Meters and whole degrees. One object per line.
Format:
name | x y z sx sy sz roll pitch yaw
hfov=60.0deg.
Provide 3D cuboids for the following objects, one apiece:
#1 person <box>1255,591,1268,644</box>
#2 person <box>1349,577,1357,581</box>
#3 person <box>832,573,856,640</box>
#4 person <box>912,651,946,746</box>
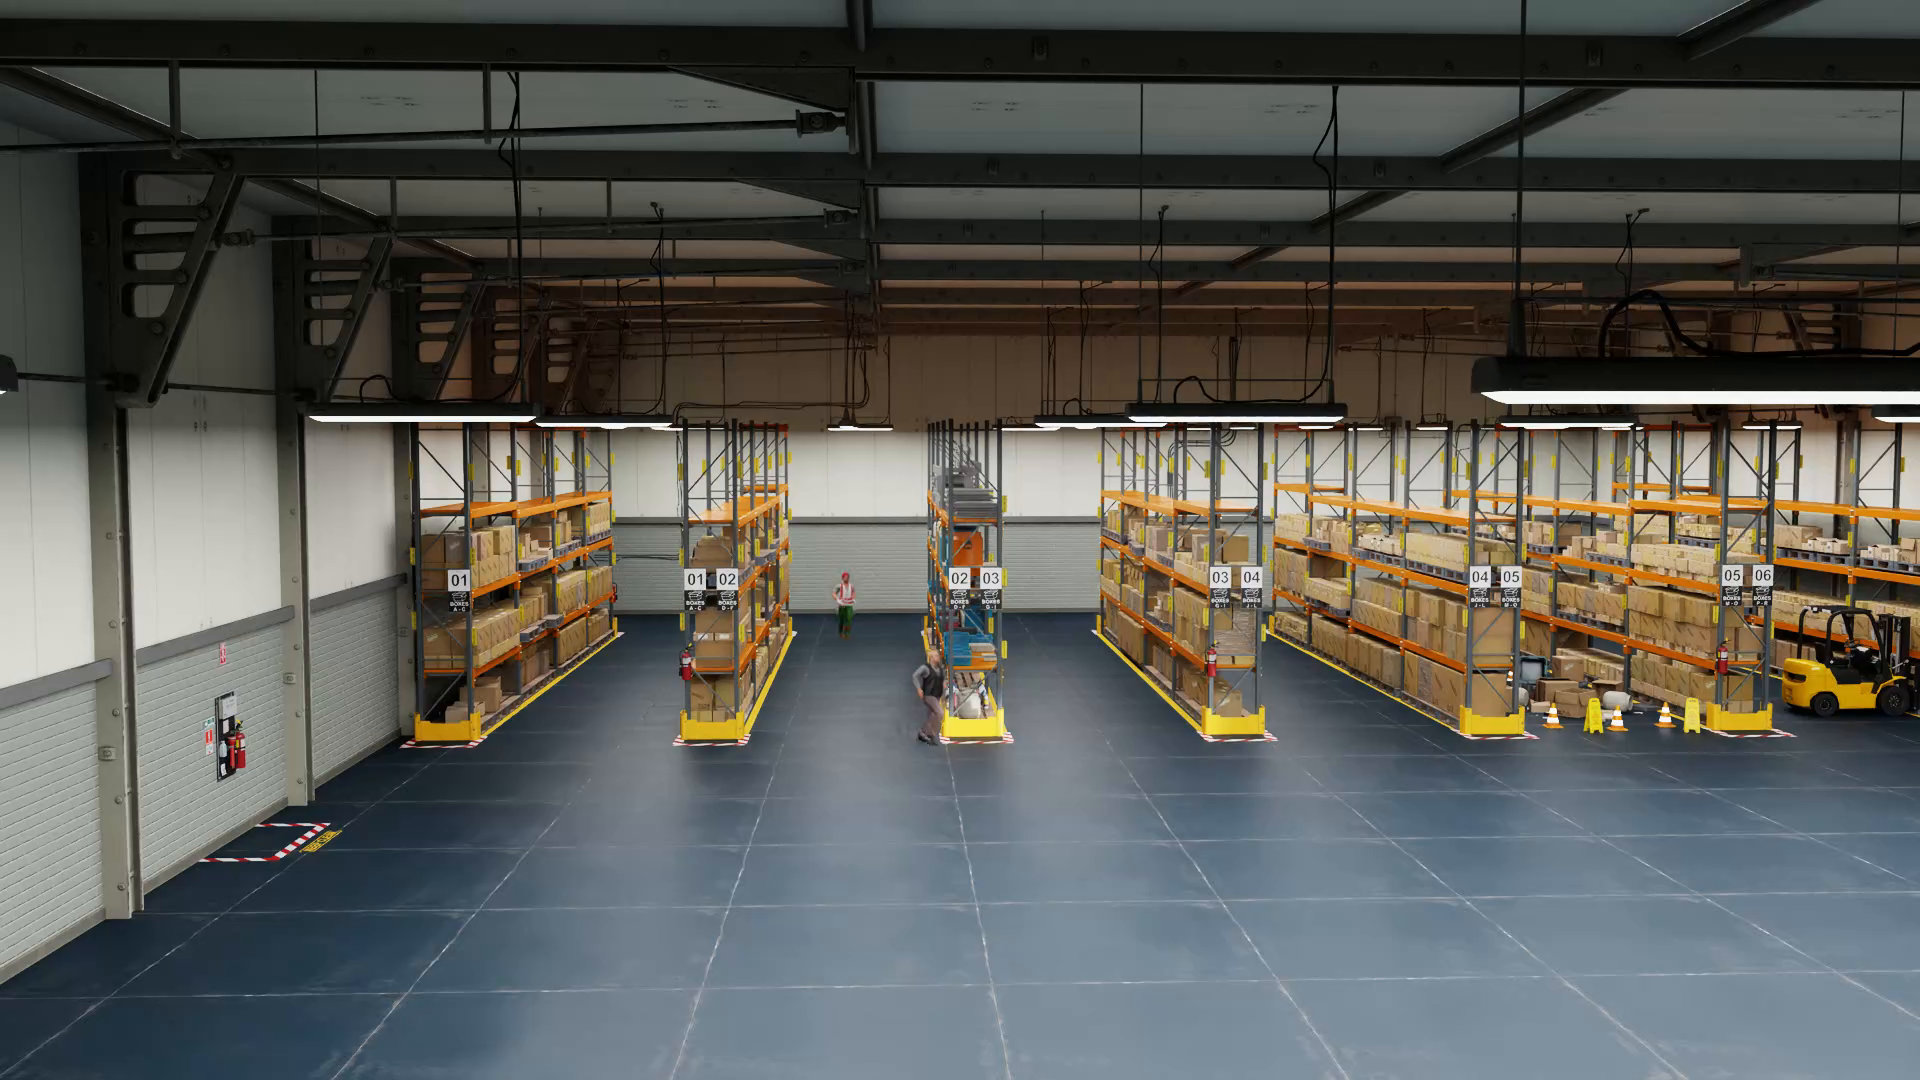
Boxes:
person | 7.932 2.036 44.599 0.625 1.805 0.769 0 4 1
person | 11.068 1.845 47.025 0.572 1.693 0.916 -1 4 -19
person | -3.038 1.744 43.958 0.662 1.777 0.730 -1 4 -19
person | -0.490 2.899 30.663 0.652 1.707 0.636 3 5 38
